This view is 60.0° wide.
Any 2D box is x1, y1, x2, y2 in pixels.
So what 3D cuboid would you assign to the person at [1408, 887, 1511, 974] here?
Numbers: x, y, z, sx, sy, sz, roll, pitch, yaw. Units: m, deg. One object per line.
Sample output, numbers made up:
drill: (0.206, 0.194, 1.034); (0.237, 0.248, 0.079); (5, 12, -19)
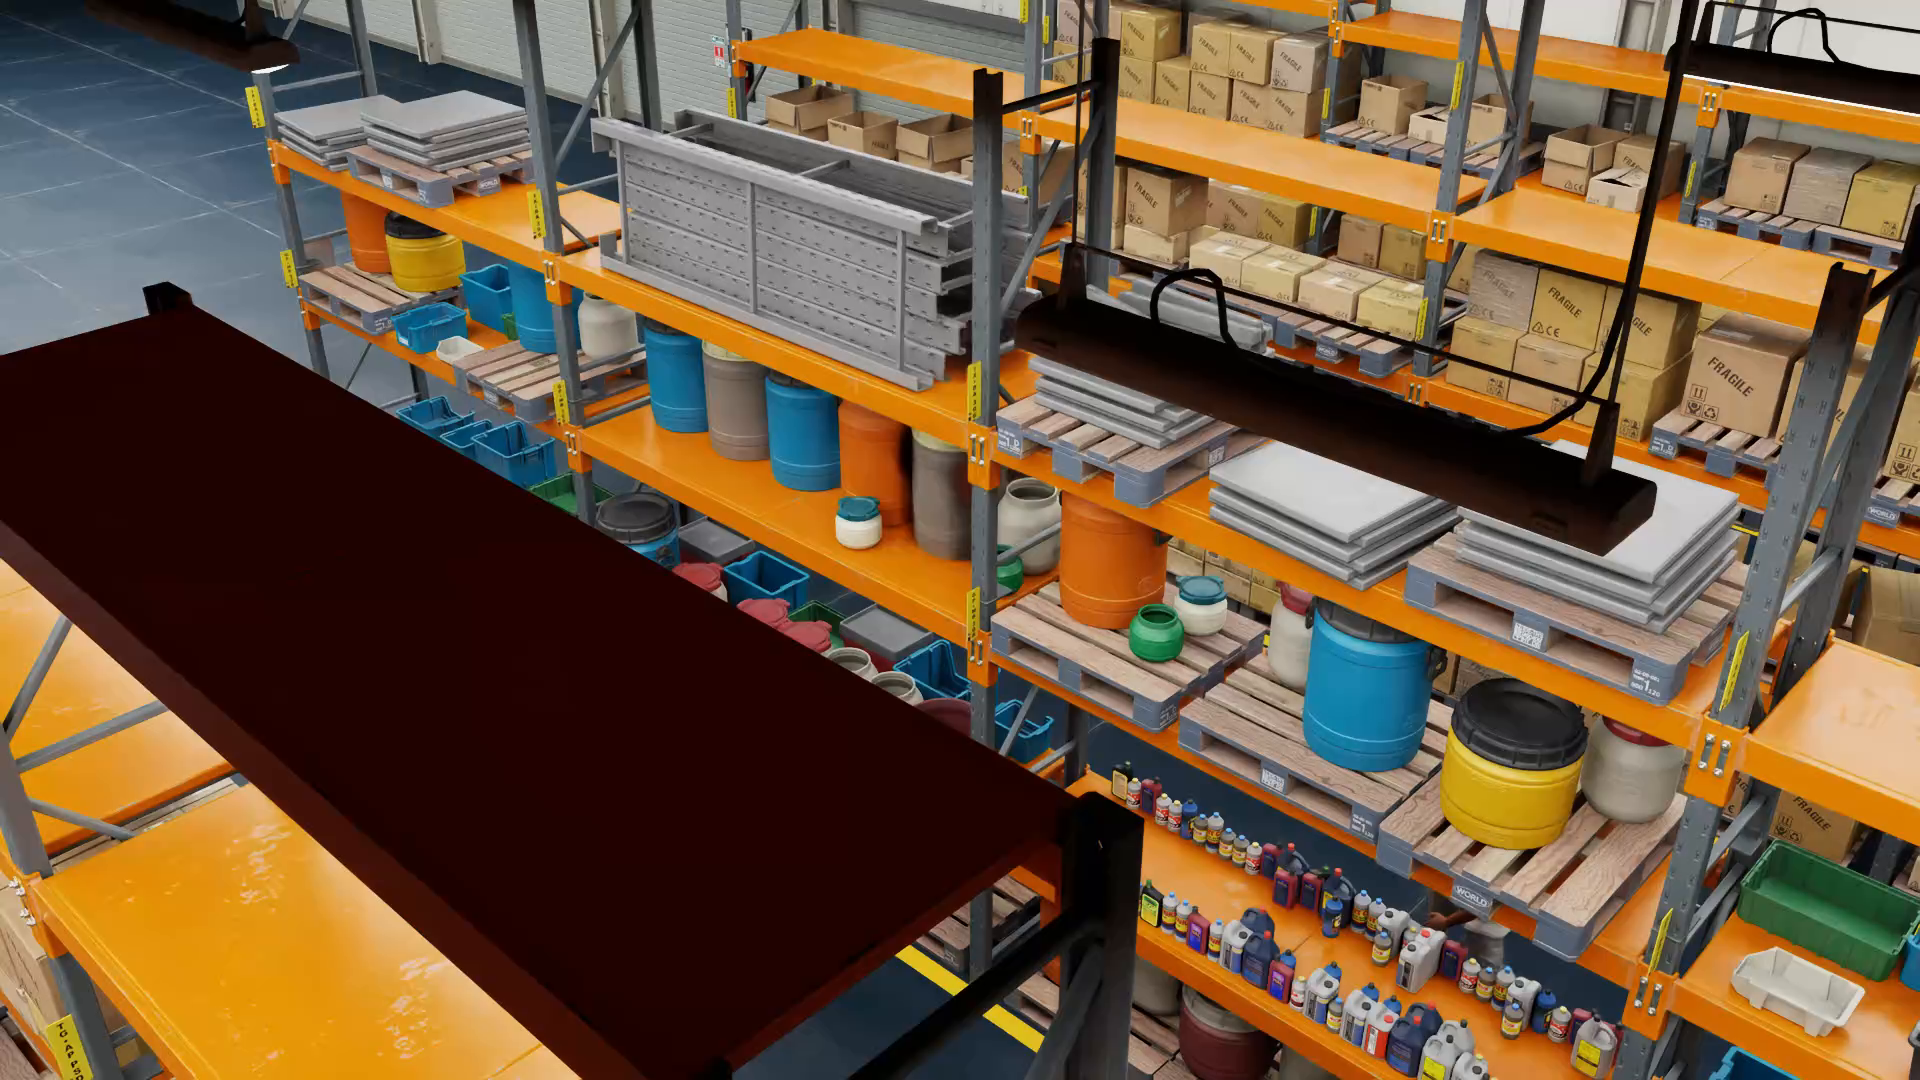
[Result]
person: (3.242, 2.295, 10.353); (1.060, 1.676, 0.671); (24, 37, 36)
